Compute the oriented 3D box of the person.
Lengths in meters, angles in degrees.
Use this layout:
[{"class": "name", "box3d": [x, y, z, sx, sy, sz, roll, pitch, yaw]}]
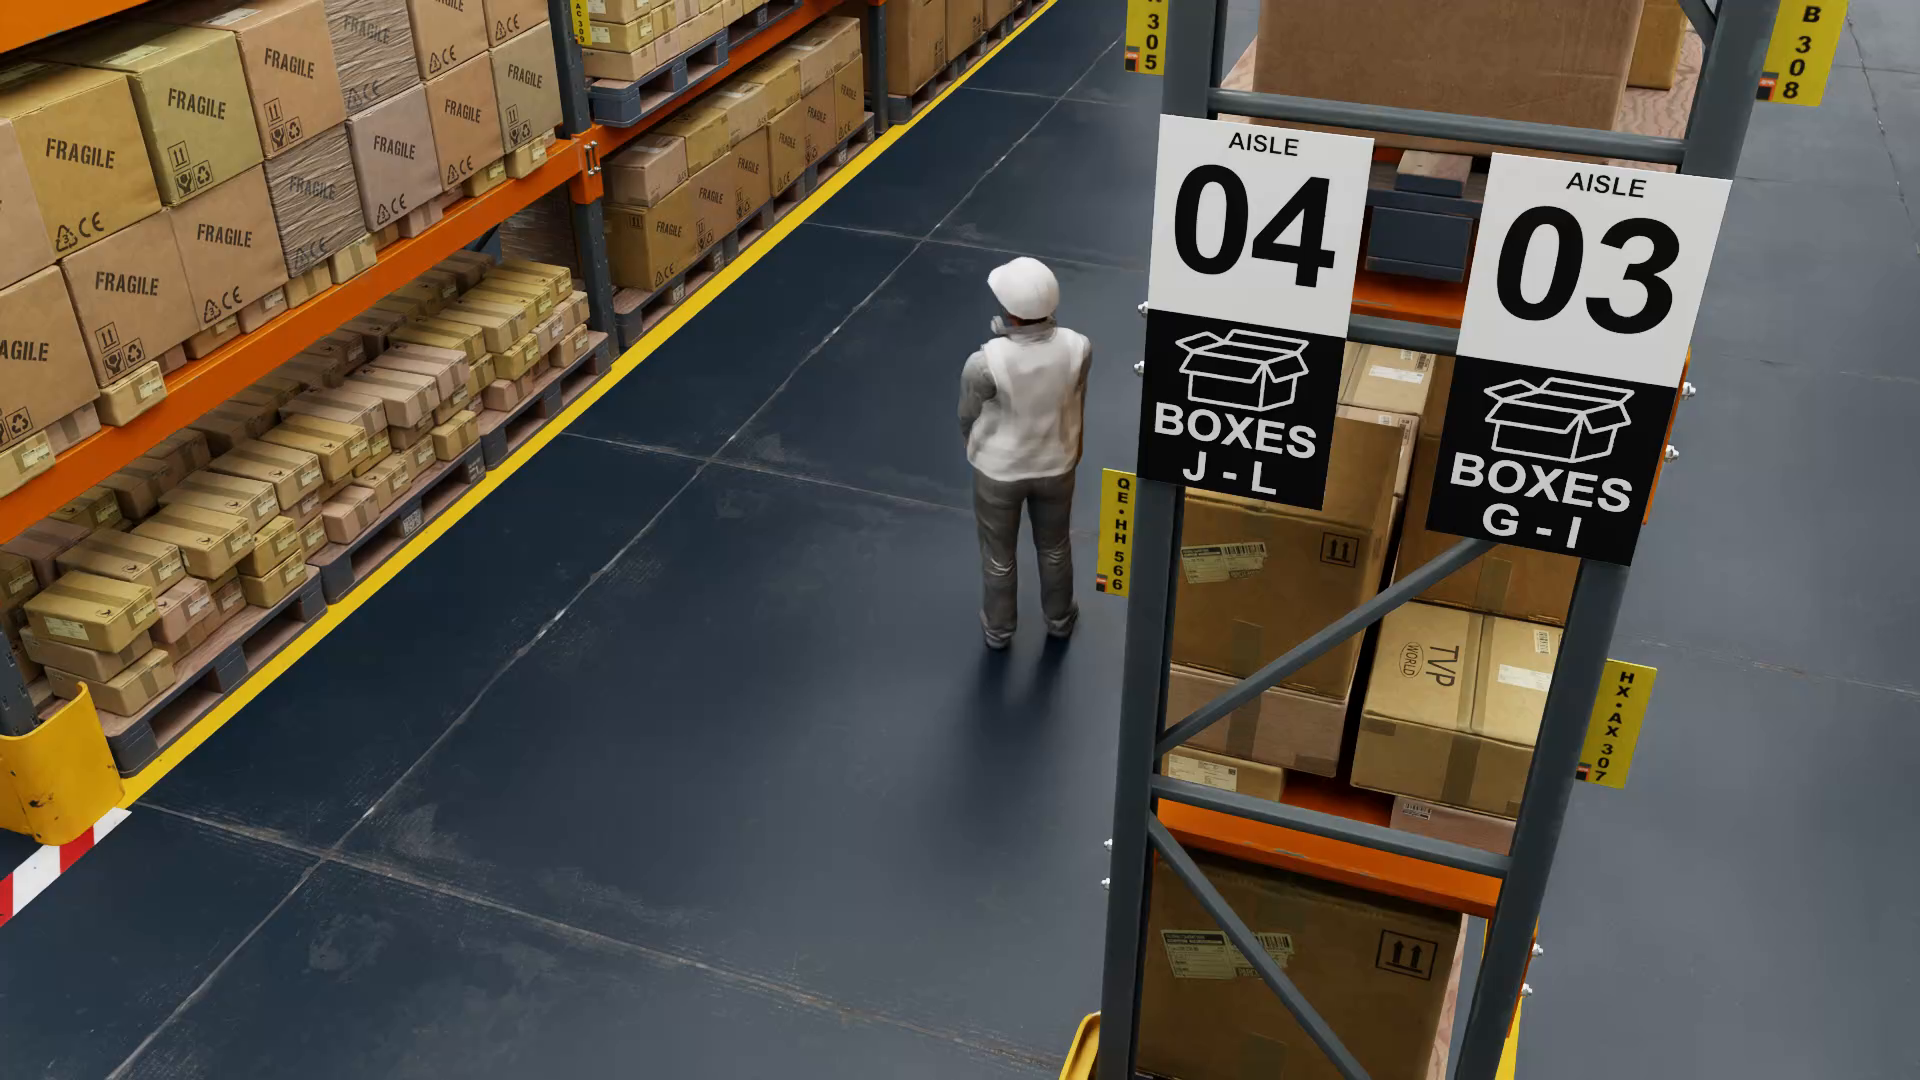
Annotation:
[{"class": "person", "box3d": [0.262, -0.345, 6.630, 0.589, 1.779, 0.486, -10, 34, -15]}]
